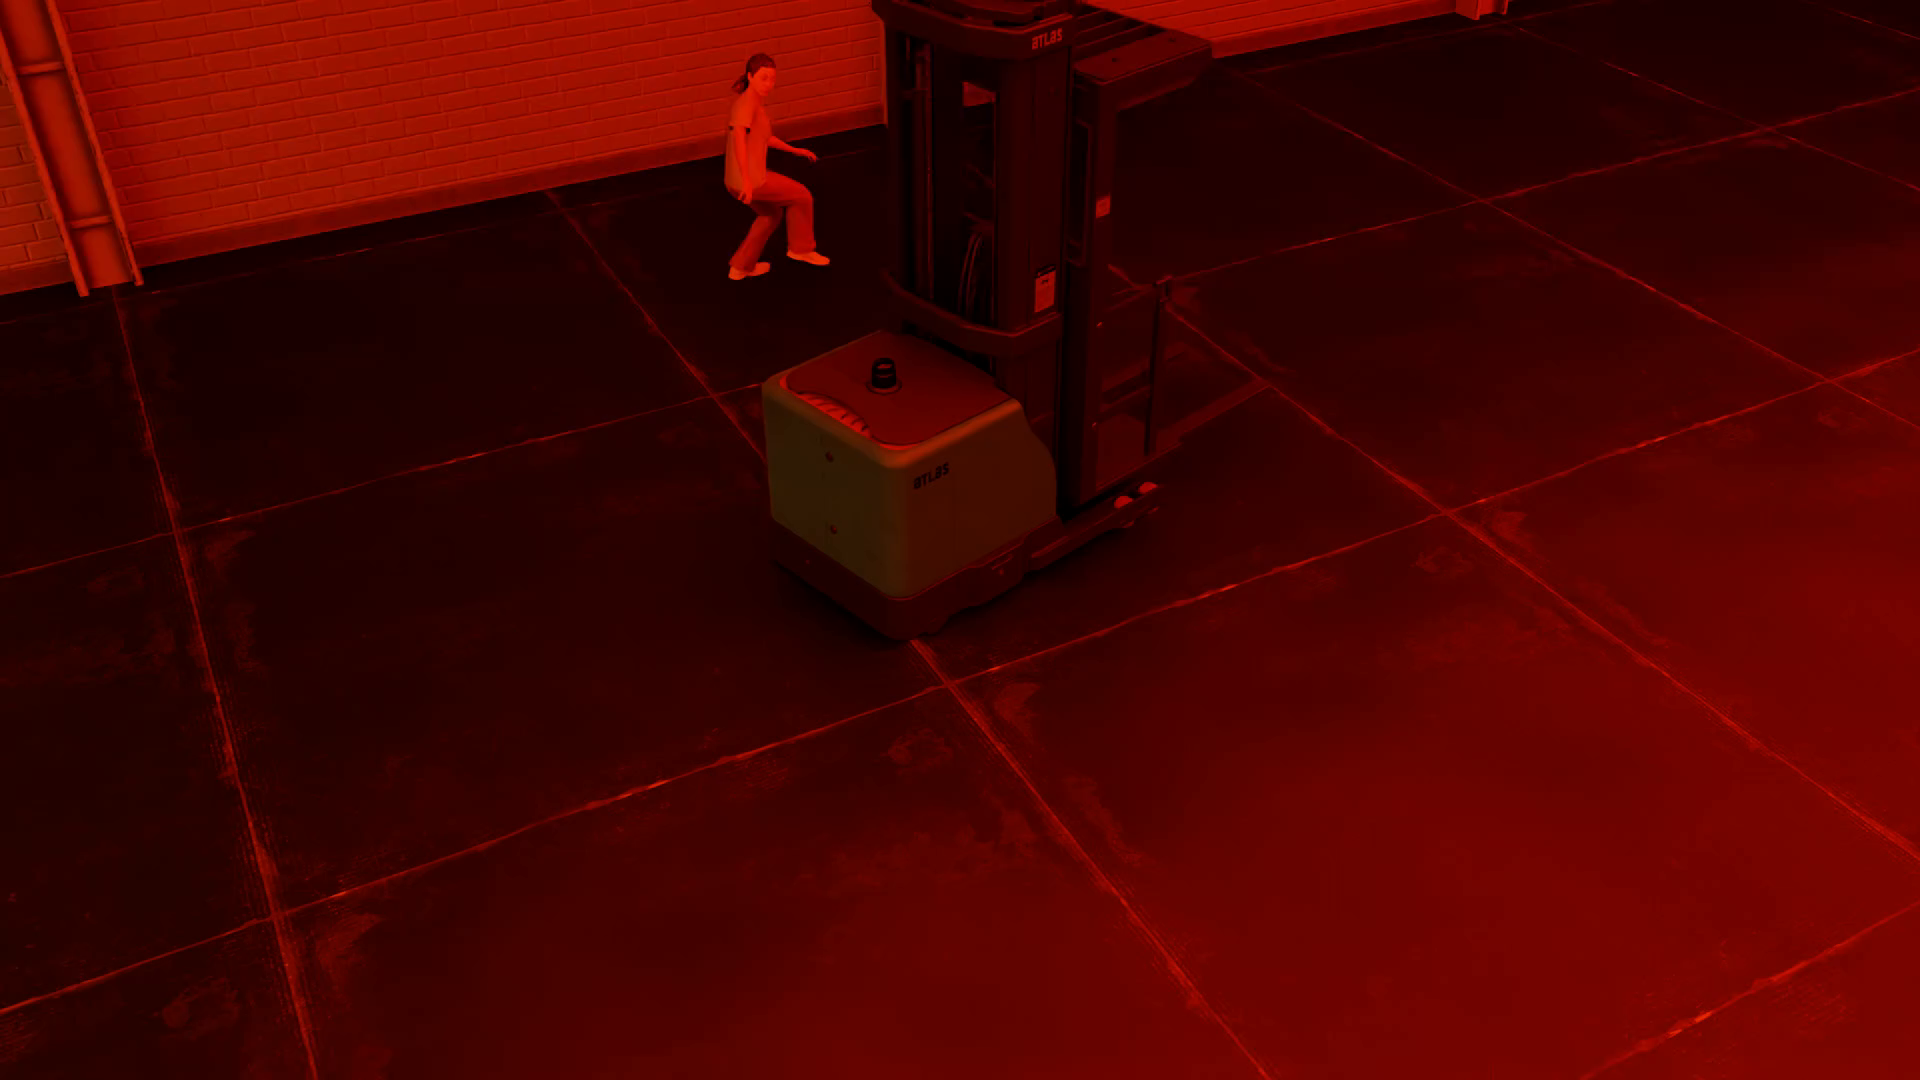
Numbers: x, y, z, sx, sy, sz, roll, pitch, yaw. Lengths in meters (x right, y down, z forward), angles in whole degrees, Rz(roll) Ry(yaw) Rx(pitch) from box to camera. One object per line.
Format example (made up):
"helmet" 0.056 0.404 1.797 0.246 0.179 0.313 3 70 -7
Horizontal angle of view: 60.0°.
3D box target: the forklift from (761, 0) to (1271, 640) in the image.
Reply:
"forklift" 0.457 -1.458 8.186 3.031 2.935 1.130 -29 44 -34

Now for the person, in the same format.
"person" -1.195 -2.361 10.735 0.740 1.487 0.685 -17 39 -22
